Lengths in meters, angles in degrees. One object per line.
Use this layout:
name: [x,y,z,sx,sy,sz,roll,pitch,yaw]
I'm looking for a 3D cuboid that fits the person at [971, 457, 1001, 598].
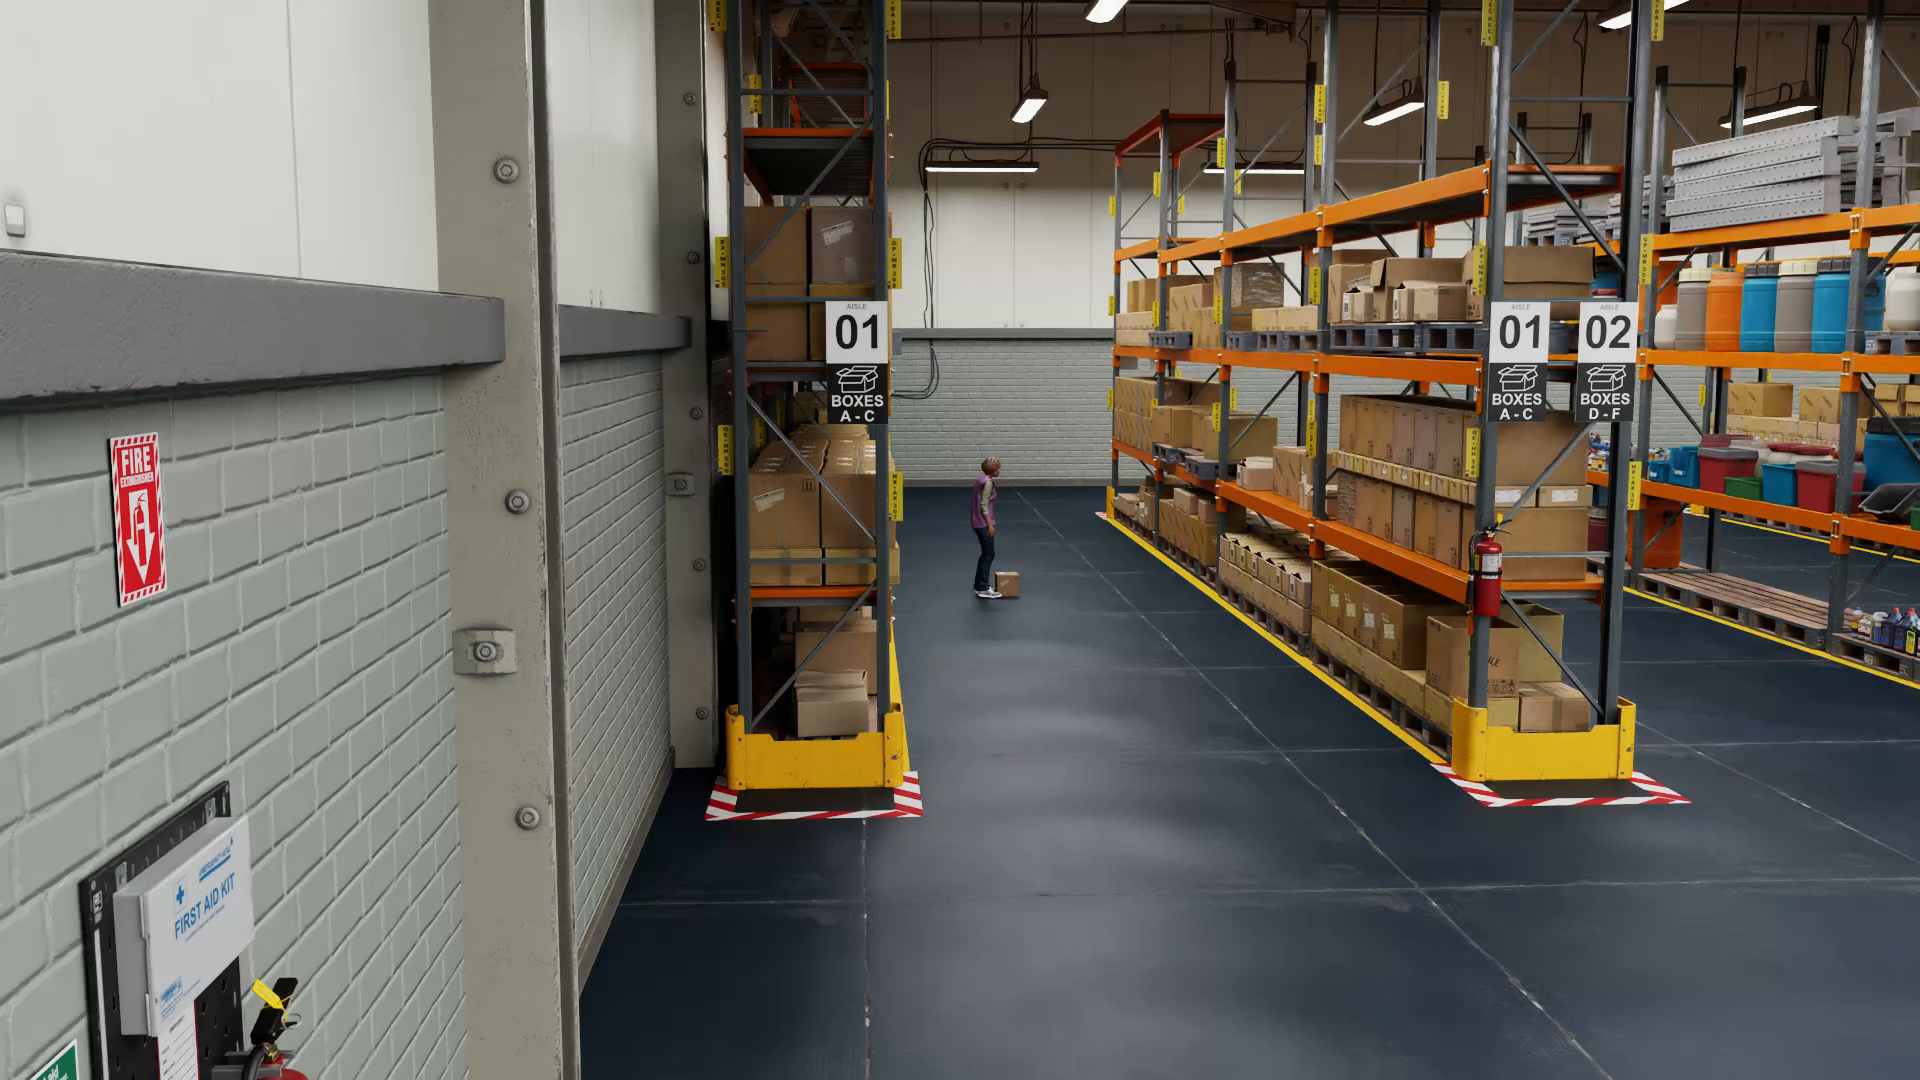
person: [0.298,-0.154,19.039,0.344,1.593,0.463,0,7,-4]
